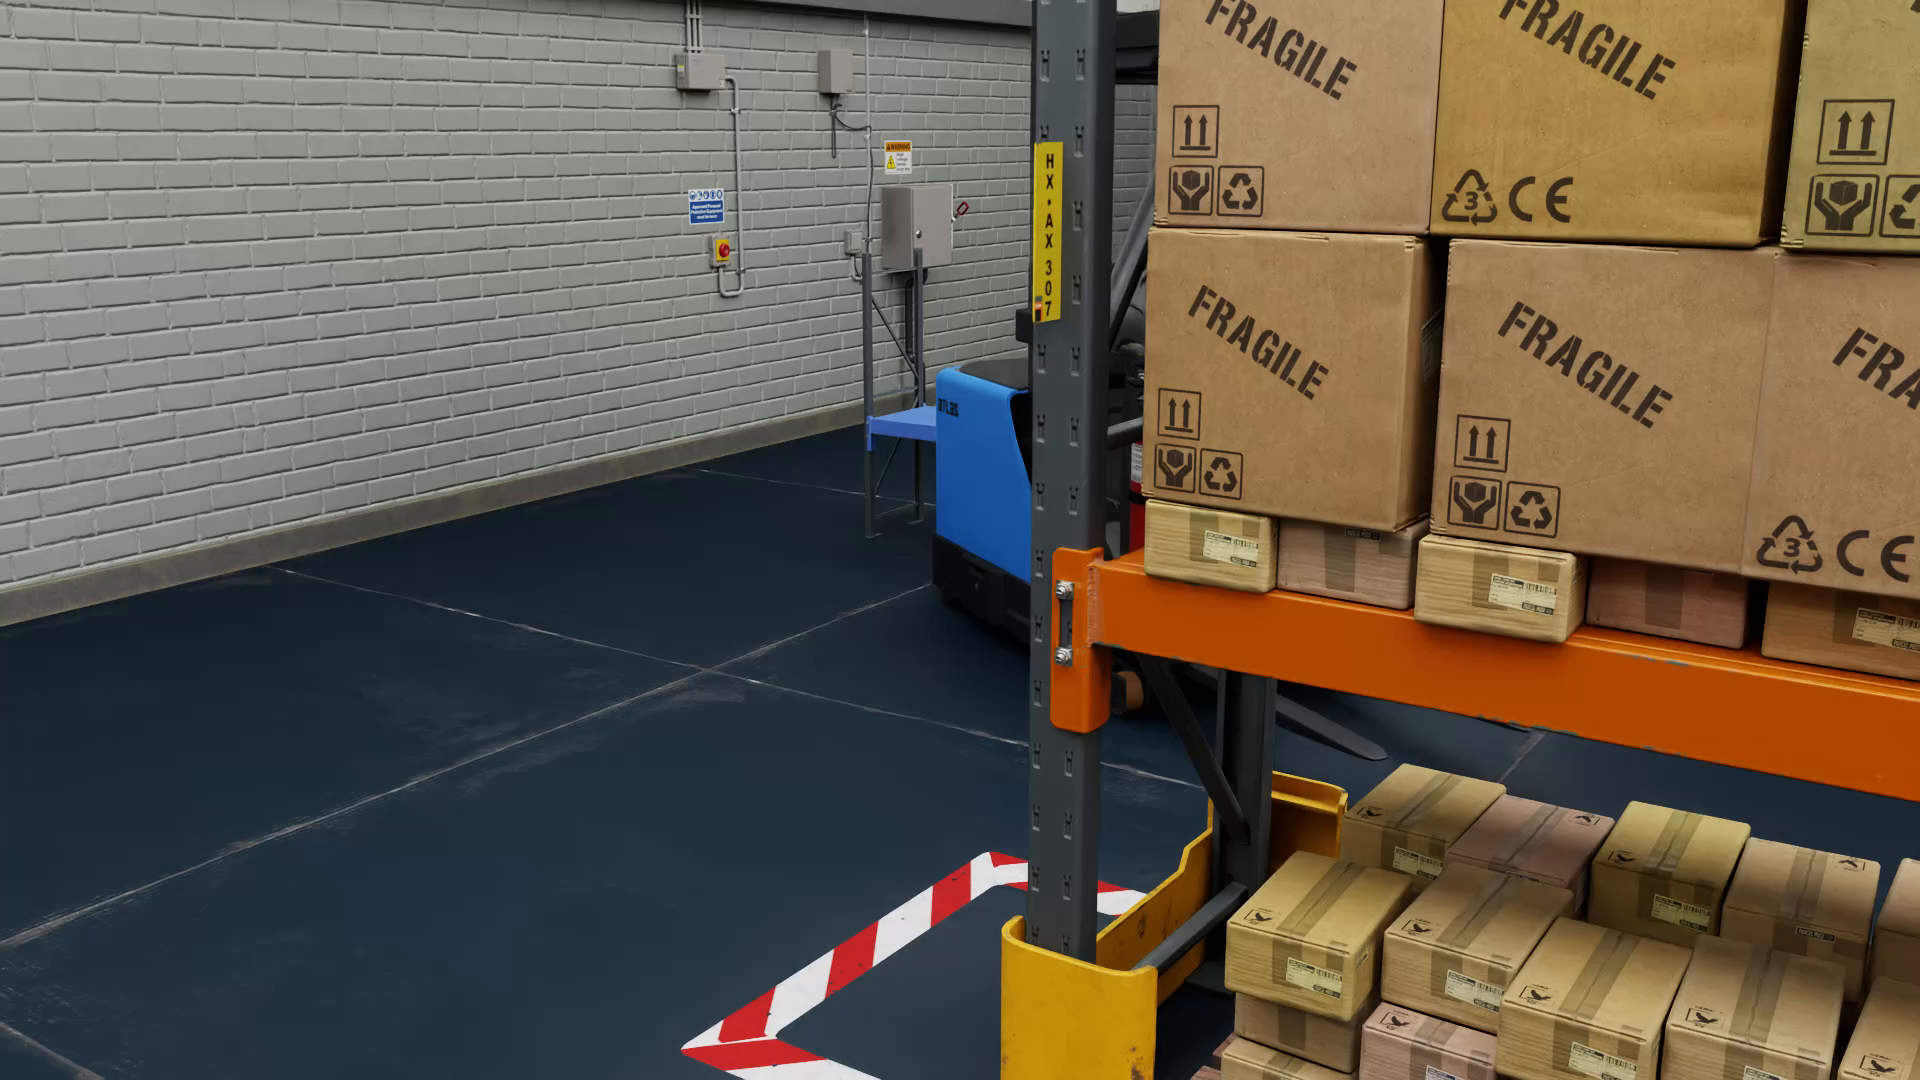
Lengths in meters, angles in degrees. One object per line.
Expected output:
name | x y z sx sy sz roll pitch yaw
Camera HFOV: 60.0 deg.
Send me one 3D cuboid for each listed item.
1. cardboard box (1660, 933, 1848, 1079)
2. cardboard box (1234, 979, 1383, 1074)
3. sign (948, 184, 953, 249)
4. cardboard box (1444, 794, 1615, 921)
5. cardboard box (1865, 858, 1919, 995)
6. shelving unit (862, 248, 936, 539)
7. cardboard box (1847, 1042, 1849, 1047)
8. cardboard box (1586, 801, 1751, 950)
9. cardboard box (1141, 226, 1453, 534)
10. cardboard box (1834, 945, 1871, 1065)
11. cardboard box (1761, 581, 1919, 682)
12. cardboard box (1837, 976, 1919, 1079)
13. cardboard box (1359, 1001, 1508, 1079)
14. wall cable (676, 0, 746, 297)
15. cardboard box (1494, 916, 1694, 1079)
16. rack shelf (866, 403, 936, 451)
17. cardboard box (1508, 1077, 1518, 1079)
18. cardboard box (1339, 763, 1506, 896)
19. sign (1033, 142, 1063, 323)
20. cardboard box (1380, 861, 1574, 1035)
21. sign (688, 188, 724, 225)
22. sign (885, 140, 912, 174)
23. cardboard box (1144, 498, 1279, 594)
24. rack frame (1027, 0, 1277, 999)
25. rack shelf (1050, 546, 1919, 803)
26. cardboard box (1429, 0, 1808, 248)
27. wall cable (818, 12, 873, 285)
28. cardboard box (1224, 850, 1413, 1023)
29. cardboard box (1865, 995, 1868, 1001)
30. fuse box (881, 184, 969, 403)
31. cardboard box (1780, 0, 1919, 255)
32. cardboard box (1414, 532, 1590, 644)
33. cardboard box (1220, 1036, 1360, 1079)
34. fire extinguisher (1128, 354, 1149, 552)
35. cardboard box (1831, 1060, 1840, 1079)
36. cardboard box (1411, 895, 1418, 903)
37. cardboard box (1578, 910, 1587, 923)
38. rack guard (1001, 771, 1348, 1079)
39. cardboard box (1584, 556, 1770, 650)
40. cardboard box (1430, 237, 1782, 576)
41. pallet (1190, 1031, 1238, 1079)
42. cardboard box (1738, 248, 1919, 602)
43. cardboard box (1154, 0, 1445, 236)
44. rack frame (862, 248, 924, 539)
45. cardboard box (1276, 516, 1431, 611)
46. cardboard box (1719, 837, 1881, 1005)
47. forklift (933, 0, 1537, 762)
cardboard box | 1.397 0.861 2.922 0.250 0.149 0.380 8 16 30
cardboard box | 0.758 0.900 3.384 0.250 0.149 0.380 10 17 35
sign | -0.149 -2.488 12.831 0.001 0.494 0.329 9 17 33
cardboard box | 1.224 0.700 3.574 0.250 0.149 0.380 10 17 34
cardboard box | 1.943 0.782 3.244 0.250 0.149 0.380 10 17 35
shelving unit | 0.071 -0.717 8.597 1.048 1.500 0.538 9 17 33
cardboard box | 1.632 1.036 2.835 0.250 0.149 0.380 8 16 30
cardboard box | 1.510 0.709 3.536 0.250 0.149 0.380 9 16 32
cardboard box | 0.685 -0.334 3.105 0.500 0.500 0.500 10 17 35
cardboard box | 1.662 0.919 3.310 0.250 0.149 0.380 9 16 32
cardboard box | 1.483 0.095 2.719 0.250 0.149 0.380 9 17 32
cardboard box | 1.622 0.901 2.764 0.250 0.149 0.380 10 17 35
cardboard box | 0.954 0.948 3.190 0.250 0.149 0.380 9 17 33
wall cable | -1.546 -2.517 10.570 0.123 1.953 0.585 9 17 33
cardboard box | 1.145 0.845 2.989 0.250 0.149 0.380 9 17 33
rack shelf | 0.071 -0.542 8.640 1.000 0.185 0.538 9 17 33
cardboard box | 1.206 0.963 3.129 0.250 0.149 0.380 9 17 34
cardboard box | 1.047 0.655 3.756 0.250 0.149 0.380 9 17 33
sign | 0.164 -0.569 3.077 0.005 0.325 0.100 9 17 33
cardboard box | 1.008 0.785 3.229 0.250 0.149 0.380 10 17 34
sign | -1.624 -2.139 10.658 0.001 0.218 0.327 9 17 33
sign | -0.456 -2.826 12.277 0.001 0.242 0.339 9 17 33
cardboard box | 0.553 -0.026 3.209 0.250 0.149 0.380 9 17 32
rack frame | 0.467 -0.257 3.618 0.127 3.000 1.000 9 17 33
rack shelf | 2.126 0.361 2.621 4.000 0.370 1.077 9 17 33
cardboard box | 1.113 -0.756 2.725 0.500 0.500 0.500 10 17 34
wall cable | -0.764 -2.786 11.723 0.122 1.984 0.588 9 17 33
cardboard box | 0.712 0.772 3.281 0.250 0.149 0.380 8 16 30
cardboard box | 1.933 0.929 3.268 0.250 0.149 0.380 9 17 34
fuse box | -0.253 -1.783 12.464 0.414 1.711 0.539 9 17 33
cardboard box | 1.533 -0.681 2.425 0.500 0.500 0.500 9 16 32
cardboard box | 0.980 0.047 2.916 0.250 0.149 0.380 9 16 31
cardboard box | 0.723 1.057 3.369 0.250 0.149 0.380 10 17 34
fire extinguisher | 0.515 -0.164 4.181 0.183 0.674 0.296 9 17 33
cardboard box | 1.359 1.019 2.903 0.250 0.149 0.380 10 17 35
cardboard box | 1.064 0.793 3.819 0.250 0.149 0.380 9 16 31
cardboard box | 1.251 0.838 3.634 0.250 0.149 0.380 9 16 32
rack guard | 0.530 0.967 3.878 0.348 0.500 1.175 9 17 33
cardboard box | 1.272 0.054 2.886 0.250 0.149 0.380 10 17 35
cardboard box | 1.143 -0.268 2.835 0.500 0.500 0.500 9 17 33
pallet | 1.184 1.223 3.444 1.213 0.211 1.003 9 17 33
cardboard box | 1.543 -0.200 2.560 0.500 0.500 0.500 9 17 34
cardboard box | 0.691 -0.822 2.993 0.500 0.500 0.500 9 17 32
rack frame | -0.351 -0.785 8.872 0.032 1.500 0.500 9 17 33
cardboard box | 0.787 0.000 3.104 0.250 0.149 0.380 10 17 35
cardboard box | 1.689 0.757 3.345 0.250 0.149 0.380 8 16 31
forklift | 0.949 -0.889 6.317 1.130 2.935 3.031 -6 15 -24
